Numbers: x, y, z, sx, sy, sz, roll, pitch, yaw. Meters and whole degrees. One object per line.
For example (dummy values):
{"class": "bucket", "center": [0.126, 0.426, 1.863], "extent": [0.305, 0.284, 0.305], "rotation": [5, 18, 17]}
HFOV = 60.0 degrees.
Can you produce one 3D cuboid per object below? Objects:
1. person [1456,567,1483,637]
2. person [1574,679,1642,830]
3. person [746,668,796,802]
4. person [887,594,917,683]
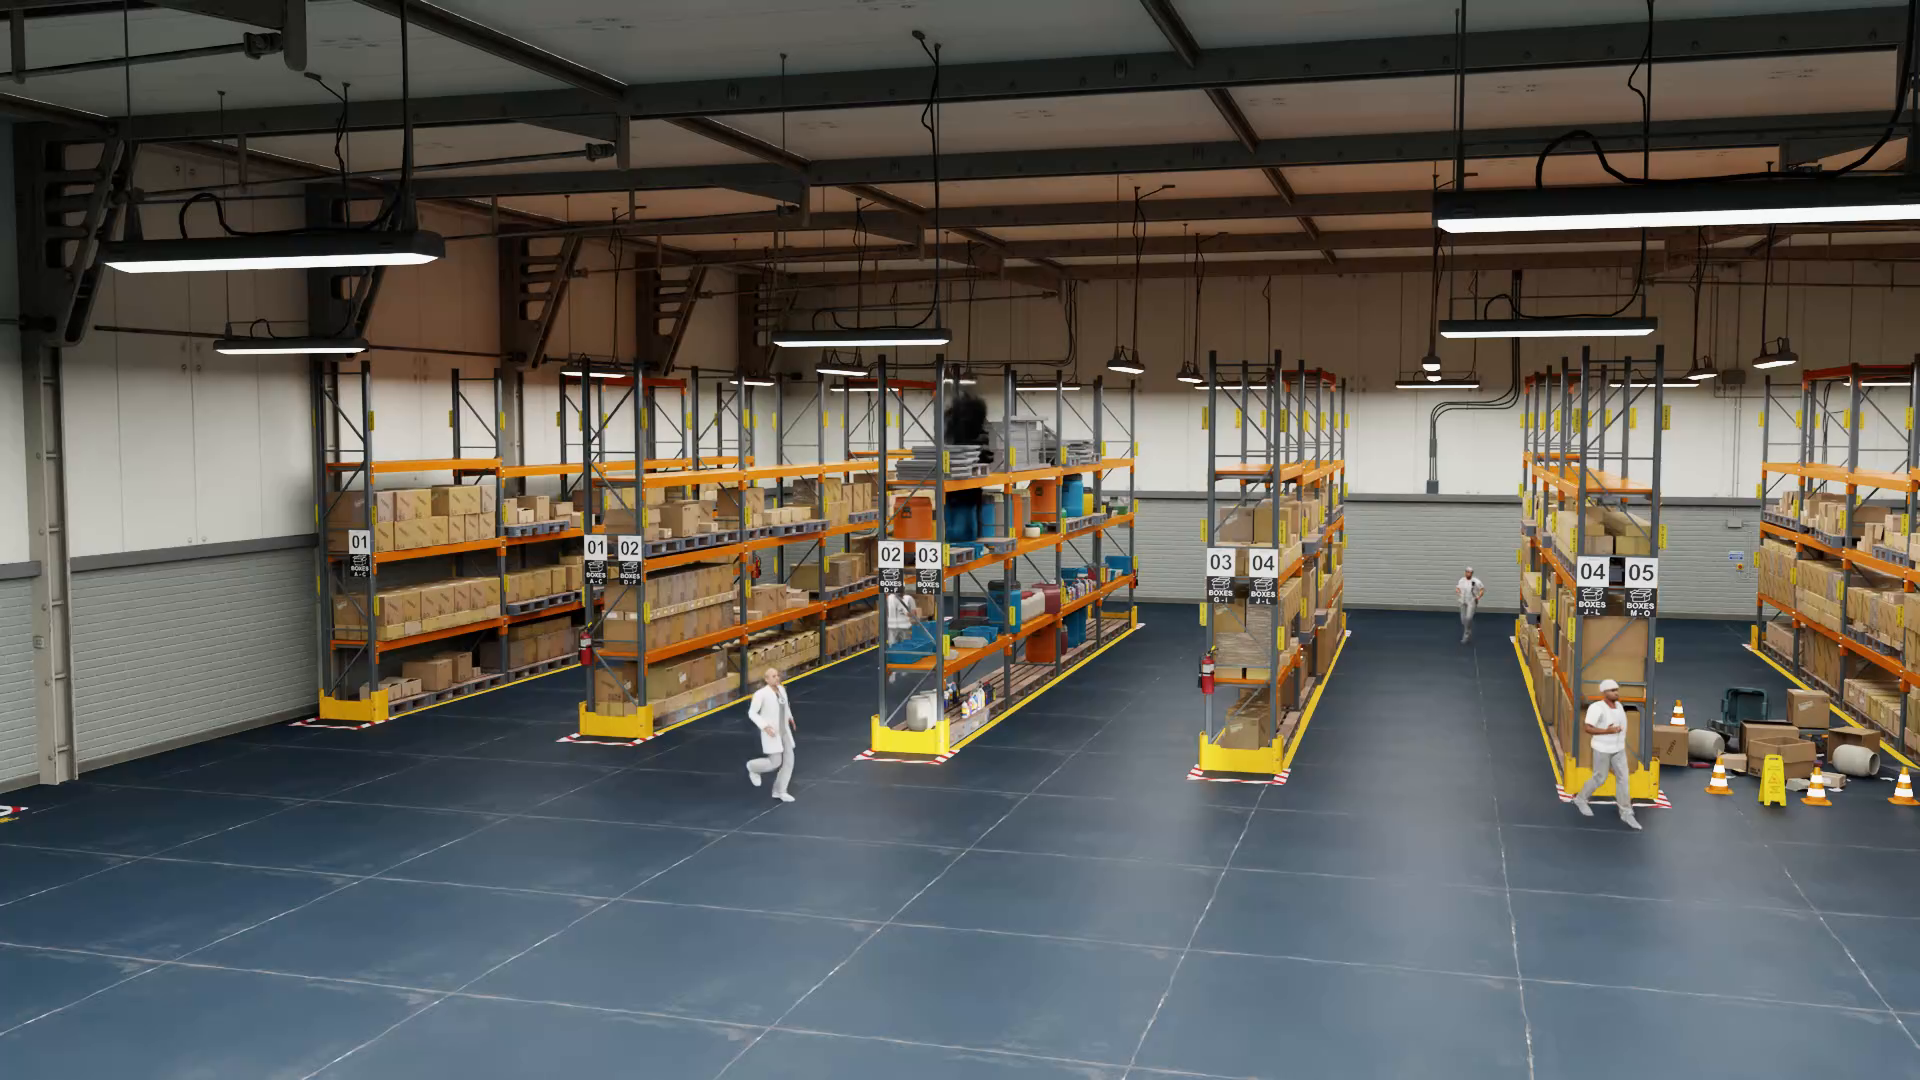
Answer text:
{"class": "person", "center": [11.546, 1.404, 37.784], "extent": [0.582, 1.560, 0.662], "rotation": [4, 6, 44]}
{"class": "person", "center": [8.038, 2.620, 20.630], "extent": [0.698, 1.794, 0.914], "rotation": [-2, 4, -23]}
{"class": "person", "center": [-2.485, 2.570, 22.100], "extent": [0.785, 1.743, 0.722], "rotation": [4, 5, 41]}
{"class": "person", "center": [-1.117, 1.658, 30.310], "extent": [0.671, 1.798, 0.839], "rotation": [0, 4, 4]}
